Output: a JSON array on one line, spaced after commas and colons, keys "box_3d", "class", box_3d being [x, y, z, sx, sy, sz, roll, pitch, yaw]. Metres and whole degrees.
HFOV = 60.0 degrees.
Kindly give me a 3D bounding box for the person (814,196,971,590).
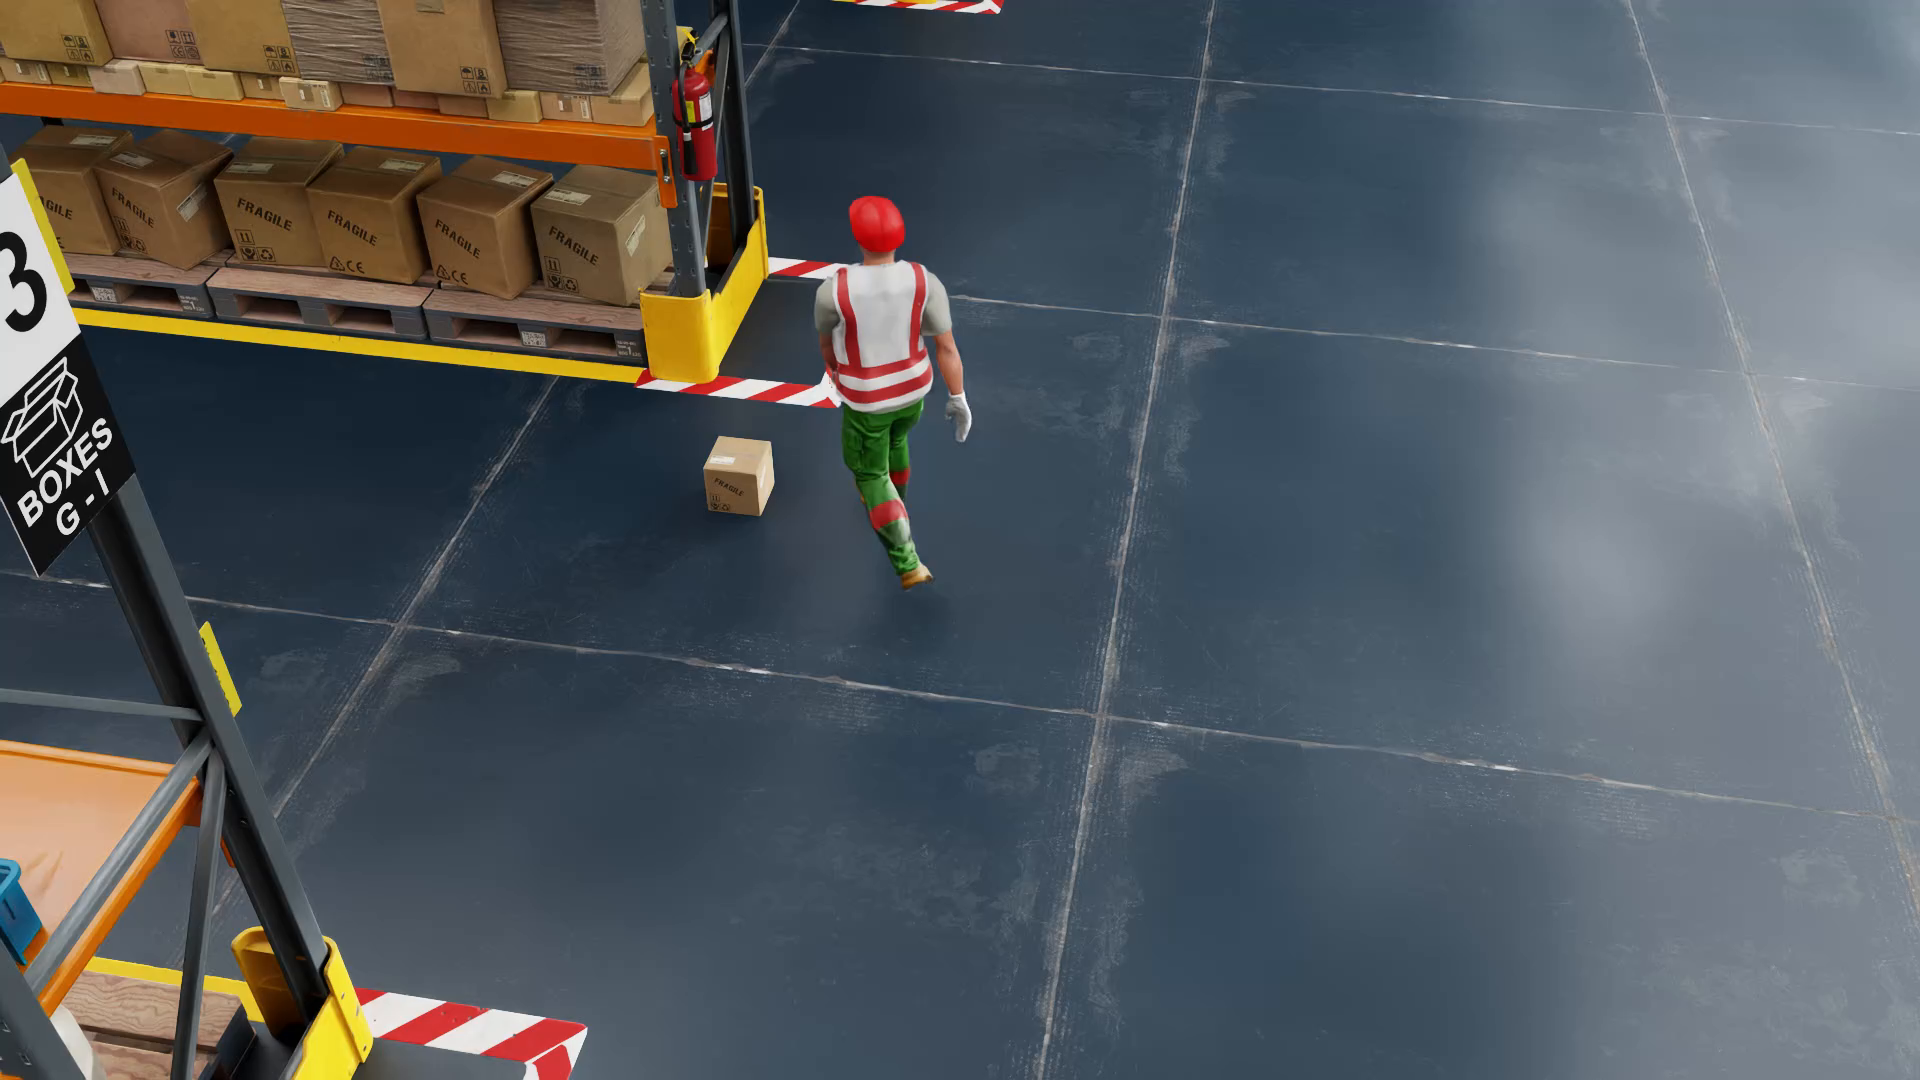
[{"box_3d": [-0.286, -0.608, 6.870, 0.575, 1.755, 0.936, -13, 42, -15], "class": "person"}]
